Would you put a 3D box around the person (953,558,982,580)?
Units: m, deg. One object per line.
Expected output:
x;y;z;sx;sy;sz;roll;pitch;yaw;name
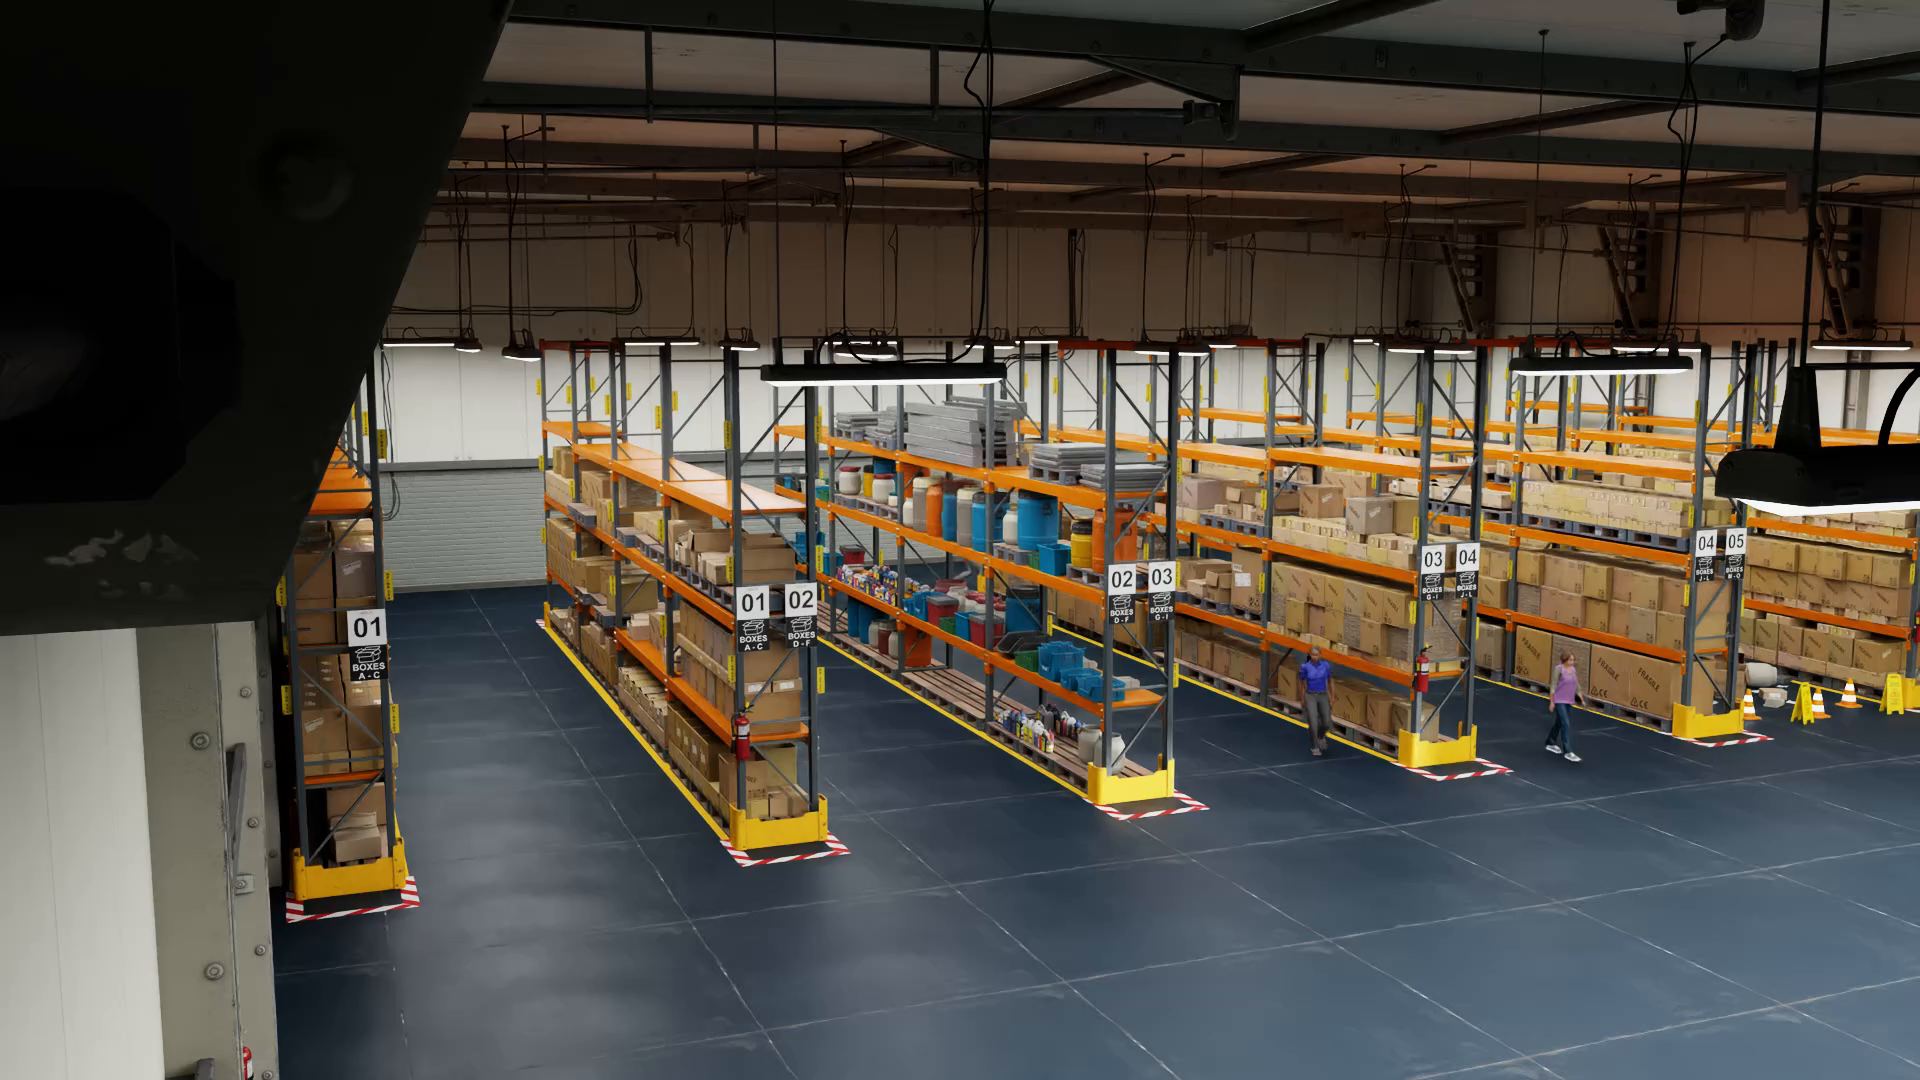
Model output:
0.315;0.375;39.863;1.037;1.544;0.425;1;8;8;person

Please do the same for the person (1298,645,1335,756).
5.251;2.340;24.577;0.522;1.640;0.486;0;7;-2;person

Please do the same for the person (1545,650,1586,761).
8.868;2.386;24.302;0.465;1.579;0.712;-4;9;-29;person
